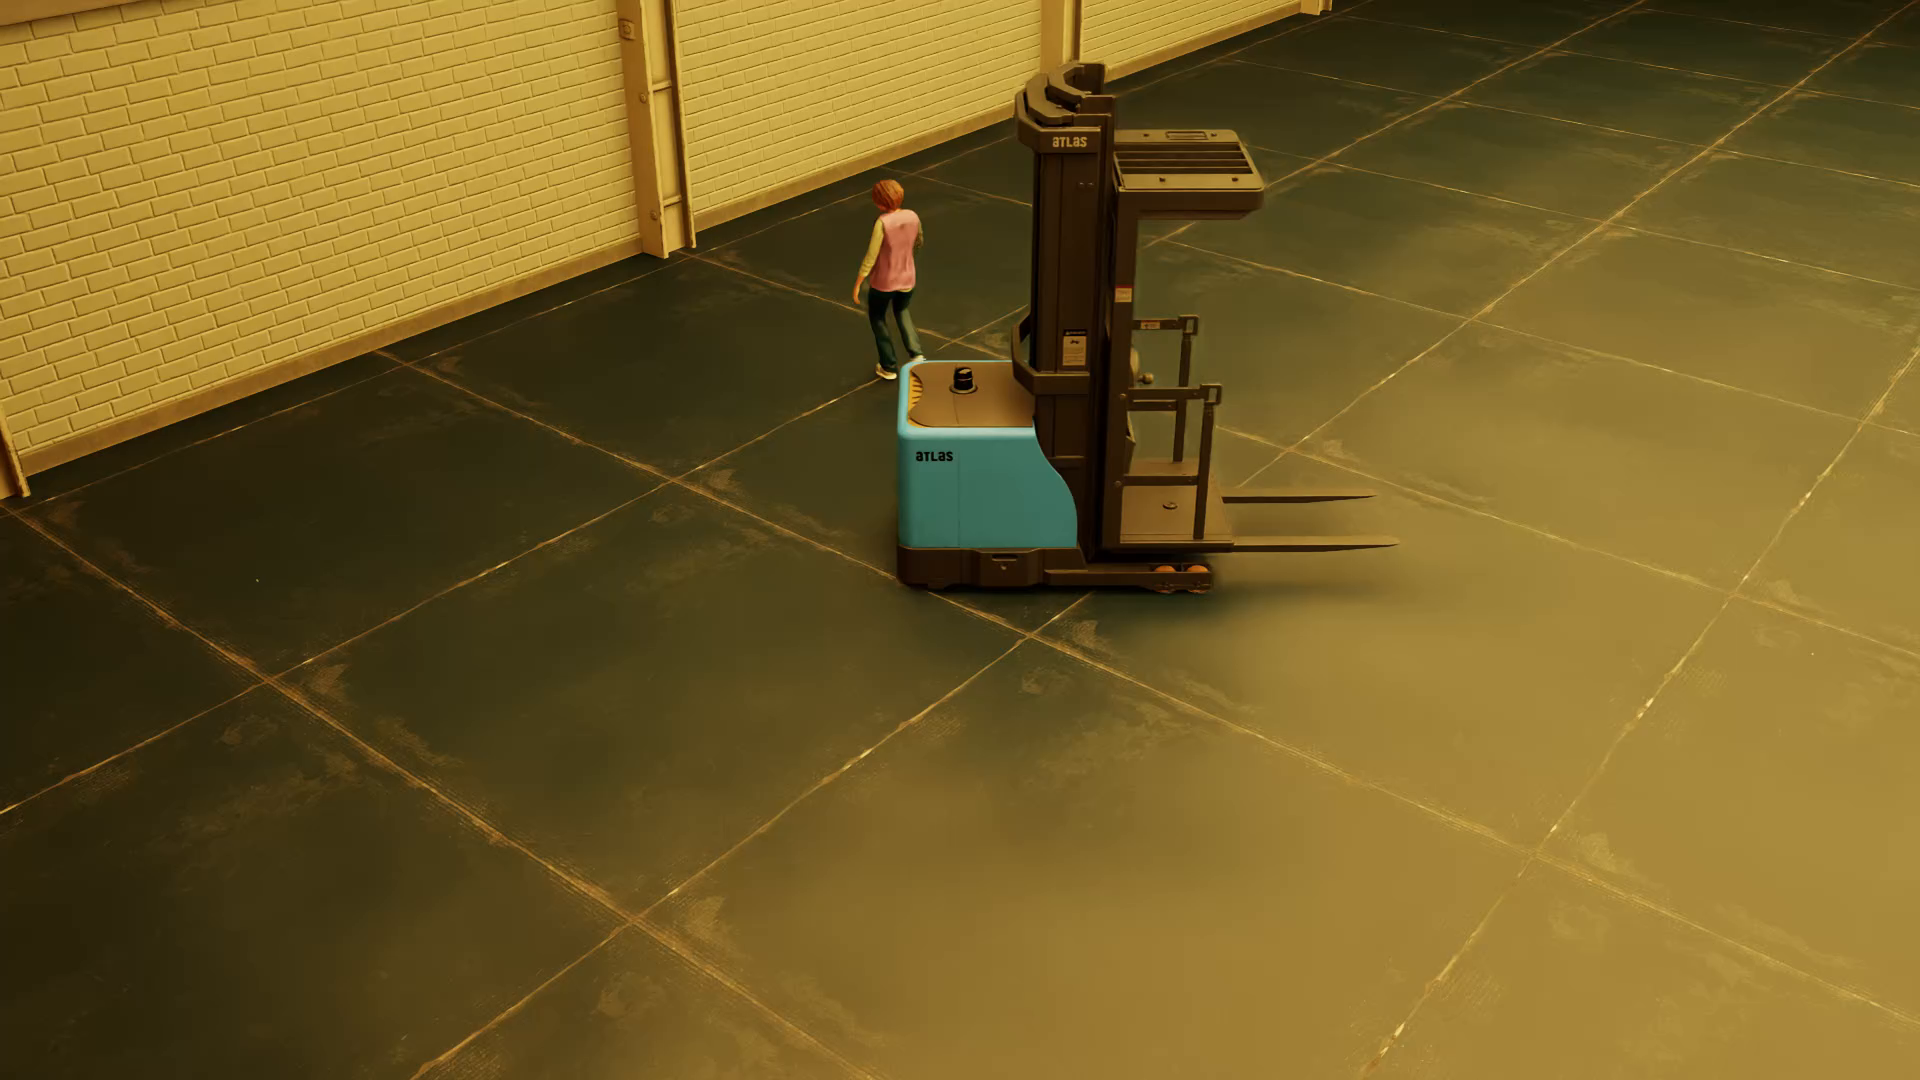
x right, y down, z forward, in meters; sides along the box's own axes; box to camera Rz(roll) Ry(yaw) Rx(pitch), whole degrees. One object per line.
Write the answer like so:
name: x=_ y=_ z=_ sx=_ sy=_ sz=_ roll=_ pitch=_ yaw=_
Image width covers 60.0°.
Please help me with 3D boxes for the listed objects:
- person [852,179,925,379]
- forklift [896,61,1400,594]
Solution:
person: x=-0.539 y=-1.891 z=12.208 sx=0.623 sy=1.553 sz=0.481 roll=-14 pitch=33 yaw=-23
forklift: x=1.135 y=-1.213 z=9.670 sx=3.031 sy=2.935 sz=1.130 roll=0 pitch=30 yaw=0
